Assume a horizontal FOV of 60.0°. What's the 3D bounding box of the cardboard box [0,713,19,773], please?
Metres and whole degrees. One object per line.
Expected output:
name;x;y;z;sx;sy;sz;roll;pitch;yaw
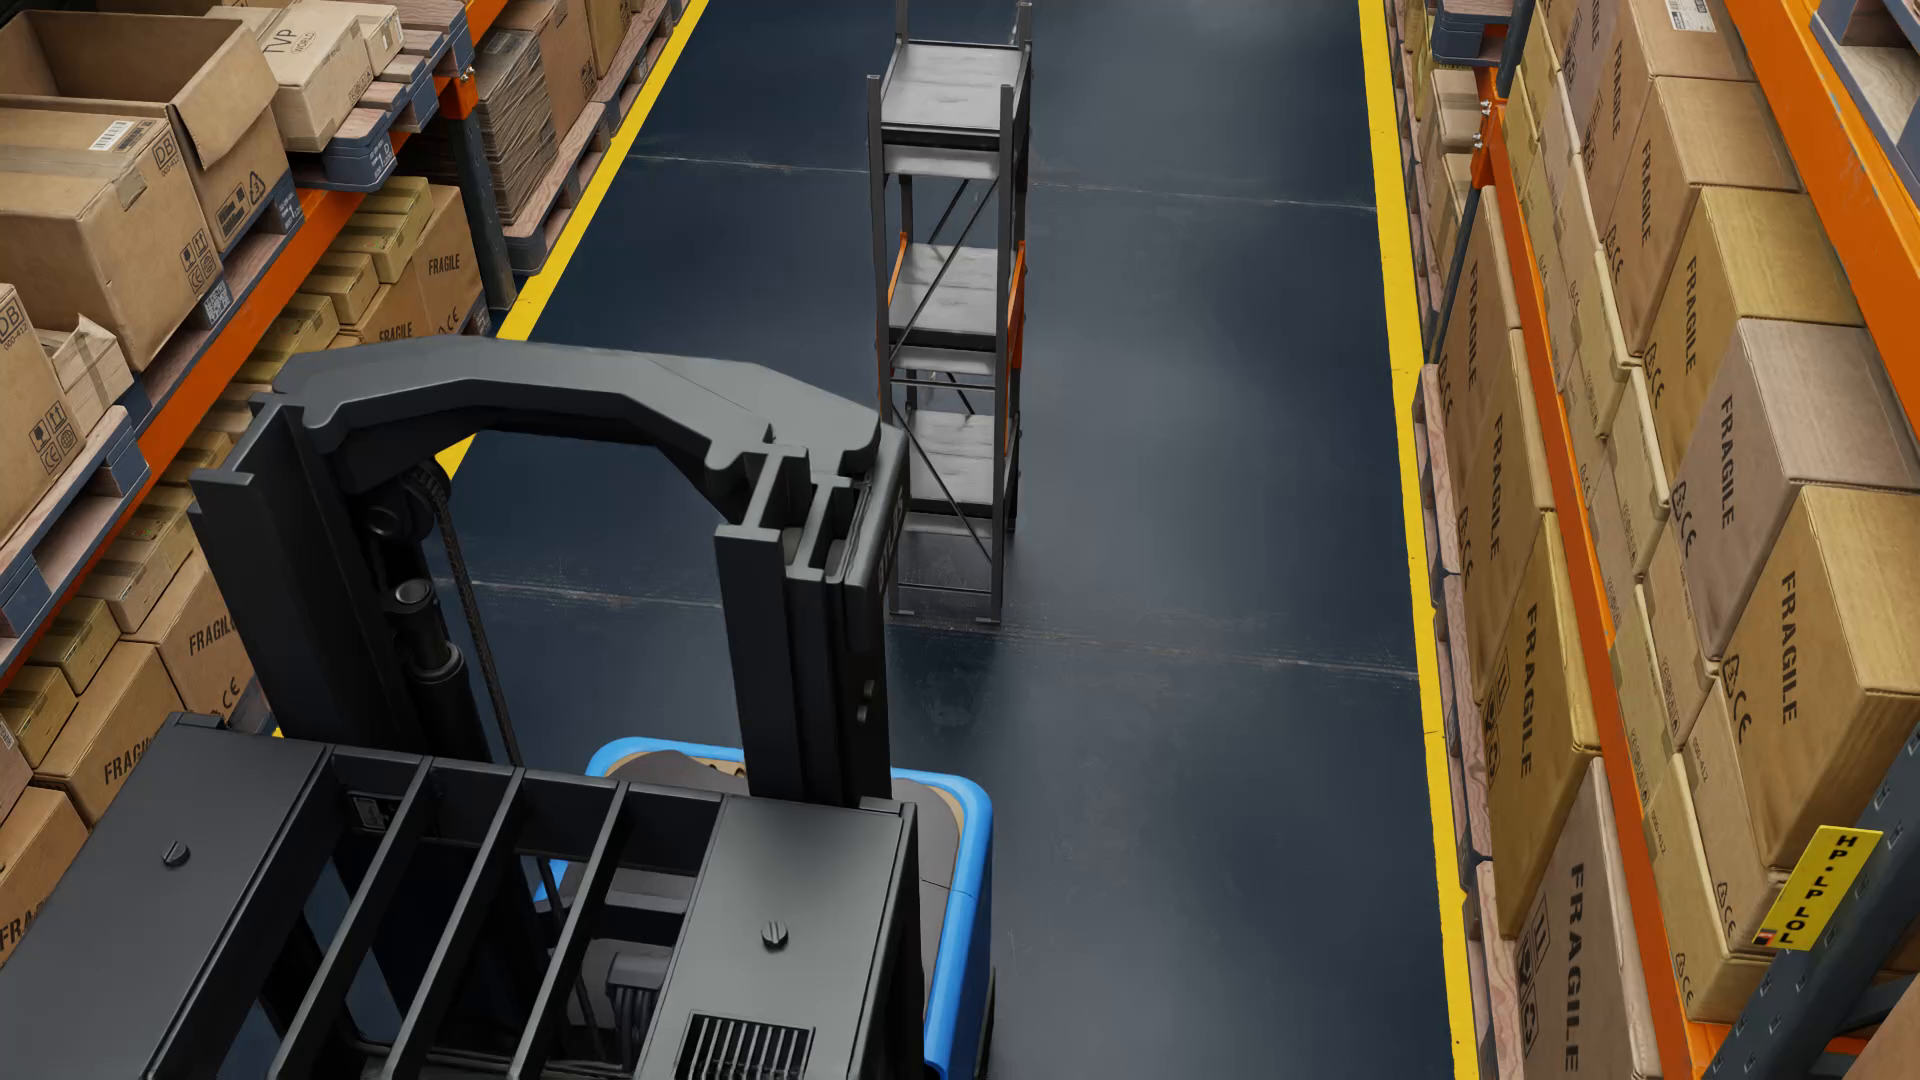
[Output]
cardboard box;-2.700;0.562;4.299;0.380;0.149;0.250;3;44;3

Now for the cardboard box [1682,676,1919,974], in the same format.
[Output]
cardboard box;1.740;0.551;3.232;0.500;0.250;0.500;5;44;5

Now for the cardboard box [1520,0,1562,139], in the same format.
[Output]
cardboard box;2.140;-1.529;5.429;0.500;0.250;0.500;5;44;5

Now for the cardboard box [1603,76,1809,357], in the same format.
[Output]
cardboard box;1.934;-0.777;4.089;0.500;0.500;0.500;6;44;6

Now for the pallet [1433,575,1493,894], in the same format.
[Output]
pallet;2.109;0.647;5.413;1.003;0.211;1.213;5;44;6

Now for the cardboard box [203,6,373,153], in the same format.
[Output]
cardboard box;-2.288;-1.523;5.481;0.500;0.250;0.500;3;44;4

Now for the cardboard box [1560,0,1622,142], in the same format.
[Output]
cardboard box;2.088;-1.472;4.823;0.500;0.500;0.500;5;44;6

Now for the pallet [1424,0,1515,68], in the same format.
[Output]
pallet;2.440;-2.151;6.479;1.213;0.211;1.003;5;44;6

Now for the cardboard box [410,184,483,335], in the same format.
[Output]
cardboard box;-2.312;-1.111;6.754;0.500;0.500;0.500;6;44;7

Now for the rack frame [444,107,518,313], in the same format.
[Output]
rack frame;-2.469;-2.174;6.364;1.000;3.000;0.127;5;44;6

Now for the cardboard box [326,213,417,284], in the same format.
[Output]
cardboard box;-2.289;-1.106;6.277;0.380;0.149;0.250;3;44;3

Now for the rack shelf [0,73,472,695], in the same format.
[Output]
rack shelf;-2.733;-0.550;5.172;1.077;0.370;4.000;5;44;6

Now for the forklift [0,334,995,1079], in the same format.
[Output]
forklift;-0.639;1.253;2.795;1.130;2.935;3.031;6;44;6

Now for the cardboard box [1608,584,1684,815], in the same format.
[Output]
cardboard box;1.801;0.380;3.776;0.500;0.250;0.500;5;44;5

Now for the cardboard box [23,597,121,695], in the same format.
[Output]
cardboard box;-2.681;0.292;4.801;0.380;0.149;0.250;5;44;5

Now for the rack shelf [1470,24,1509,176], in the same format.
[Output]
rack shelf;2.716;-2.827;7.577;1.077;0.370;4.000;5;44;6

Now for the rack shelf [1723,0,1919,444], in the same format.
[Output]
rack shelf;2.187;-1.190;3.667;1.077;0.370;4.000;5;44;6

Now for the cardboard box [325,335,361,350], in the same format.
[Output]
cardboard box;-2.455;-0.414;6.018;0.500;0.500;0.500;7;44;7

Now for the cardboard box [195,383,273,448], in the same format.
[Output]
cardboard box;-2.486;-0.393;5.525;0.380;0.149;0.250;3;44;4

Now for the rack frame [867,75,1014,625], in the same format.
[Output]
rack frame;-0.054;-0.483;5.233;0.400;2.100;0.015;5;44;6

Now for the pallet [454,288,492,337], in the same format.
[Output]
pallet;-2.605;-0.656;6.789;1.003;0.211;1.213;5;44;6

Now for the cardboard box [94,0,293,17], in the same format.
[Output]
cardboard box;-2.692;-2.026;5.830;0.500;0.500;0.500;7;44;7

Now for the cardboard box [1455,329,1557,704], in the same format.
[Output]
cardboard box;2.156;-0.035;5.346;0.875;0.875;0.875;6;44;6

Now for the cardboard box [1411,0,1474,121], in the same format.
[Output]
cardboard box;2.732;-2.328;8.132;0.950;0.372;0.625;7;44;7

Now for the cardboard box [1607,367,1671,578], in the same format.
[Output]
cardboard box;1.861;-0.144;3.966;0.500;0.250;0.500;6;44;7

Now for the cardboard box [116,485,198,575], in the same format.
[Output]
cardboard box;-2.576;-0.044;5.156;0.380;0.149;0.250;7;44;7

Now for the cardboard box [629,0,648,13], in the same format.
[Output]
cardboard box;-2.108;-3.305;8.981;0.875;0.625;0.625;5;44;5

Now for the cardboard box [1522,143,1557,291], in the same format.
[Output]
cardboard box;2.087;-1.009;5.243;0.500;0.250;0.500;4;44;4

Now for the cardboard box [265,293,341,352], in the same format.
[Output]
cardboard box;-2.447;-0.754;5.906;0.380;0.149;0.250;6;44;7

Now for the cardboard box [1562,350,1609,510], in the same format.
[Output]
cardboard box;1.950;-0.315;4.510;0.500;0.250;0.500;5;44;6

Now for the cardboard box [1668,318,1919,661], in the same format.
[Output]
cardboard box;1.794;-0.079;3.352;0.500;0.500;0.500;6;44;6

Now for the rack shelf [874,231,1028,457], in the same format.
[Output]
rack shelf;-0.022;-0.640;5.418;0.431;0.518;0.480;5;44;6

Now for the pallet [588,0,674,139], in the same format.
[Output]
pallet;-2.158;-2.548;8.787;1.003;0.211;1.213;5;44;6

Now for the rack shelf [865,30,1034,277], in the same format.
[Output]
rack shelf;-0.022;-1.148;4.937;0.431;0.518;0.480;5;44;6

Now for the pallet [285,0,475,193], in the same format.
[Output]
pallet;-2.489;-1.636;5.936;1.213;0.211;1.003;5;44;6

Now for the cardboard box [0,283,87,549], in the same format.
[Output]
cardboard box;-2.644;-0.299;4.006;0.700;0.500;0.500;6;44;6

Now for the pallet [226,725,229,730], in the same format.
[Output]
pallet;-2.928;1.007;5.033;1.003;0.211;1.213;5;44;6

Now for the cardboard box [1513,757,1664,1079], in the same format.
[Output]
cardboard box;1.925;1.190;4.051;0.875;0.875;0.875;6;44;7

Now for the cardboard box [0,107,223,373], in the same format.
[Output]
cardboard box;-2.540;-0.834;4.571;0.700;0.500;0.500;5;44;5

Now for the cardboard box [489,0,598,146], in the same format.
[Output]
cardboard box;-2.294;-2.334;7.955;0.875;0.625;0.625;7;44;7

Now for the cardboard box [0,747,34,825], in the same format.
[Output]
cardboard box;-2.727;0.656;4.417;0.380;0.149;0.250;4;44;4

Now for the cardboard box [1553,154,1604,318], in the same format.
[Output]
cardboard box;1.992;-0.839;4.700;0.500;0.250;0.500;5;44;5

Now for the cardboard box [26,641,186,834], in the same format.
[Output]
cardboard box;-2.650;0.634;4.911;0.500;0.500;0.500;5;44;5

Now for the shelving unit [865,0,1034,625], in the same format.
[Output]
shelving unit;-0.022;-0.650;5.409;0.431;2.100;0.503;5;44;6

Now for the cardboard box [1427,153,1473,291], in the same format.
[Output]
cardboard box;2.536;-1.308;7.055;0.950;0.372;0.625;3;43;3

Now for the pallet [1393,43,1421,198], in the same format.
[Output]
pallet;2.720;-2.074;8.287;1.003;0.211;1.213;5;44;6

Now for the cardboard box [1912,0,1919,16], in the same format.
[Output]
cardboard box;1.831;-0.828;2.521;0.500;0.311;0.500;5;44;6

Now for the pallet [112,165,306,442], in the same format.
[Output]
pallet;-2.722;-0.778;5.030;1.003;0.211;1.213;5;44;6
